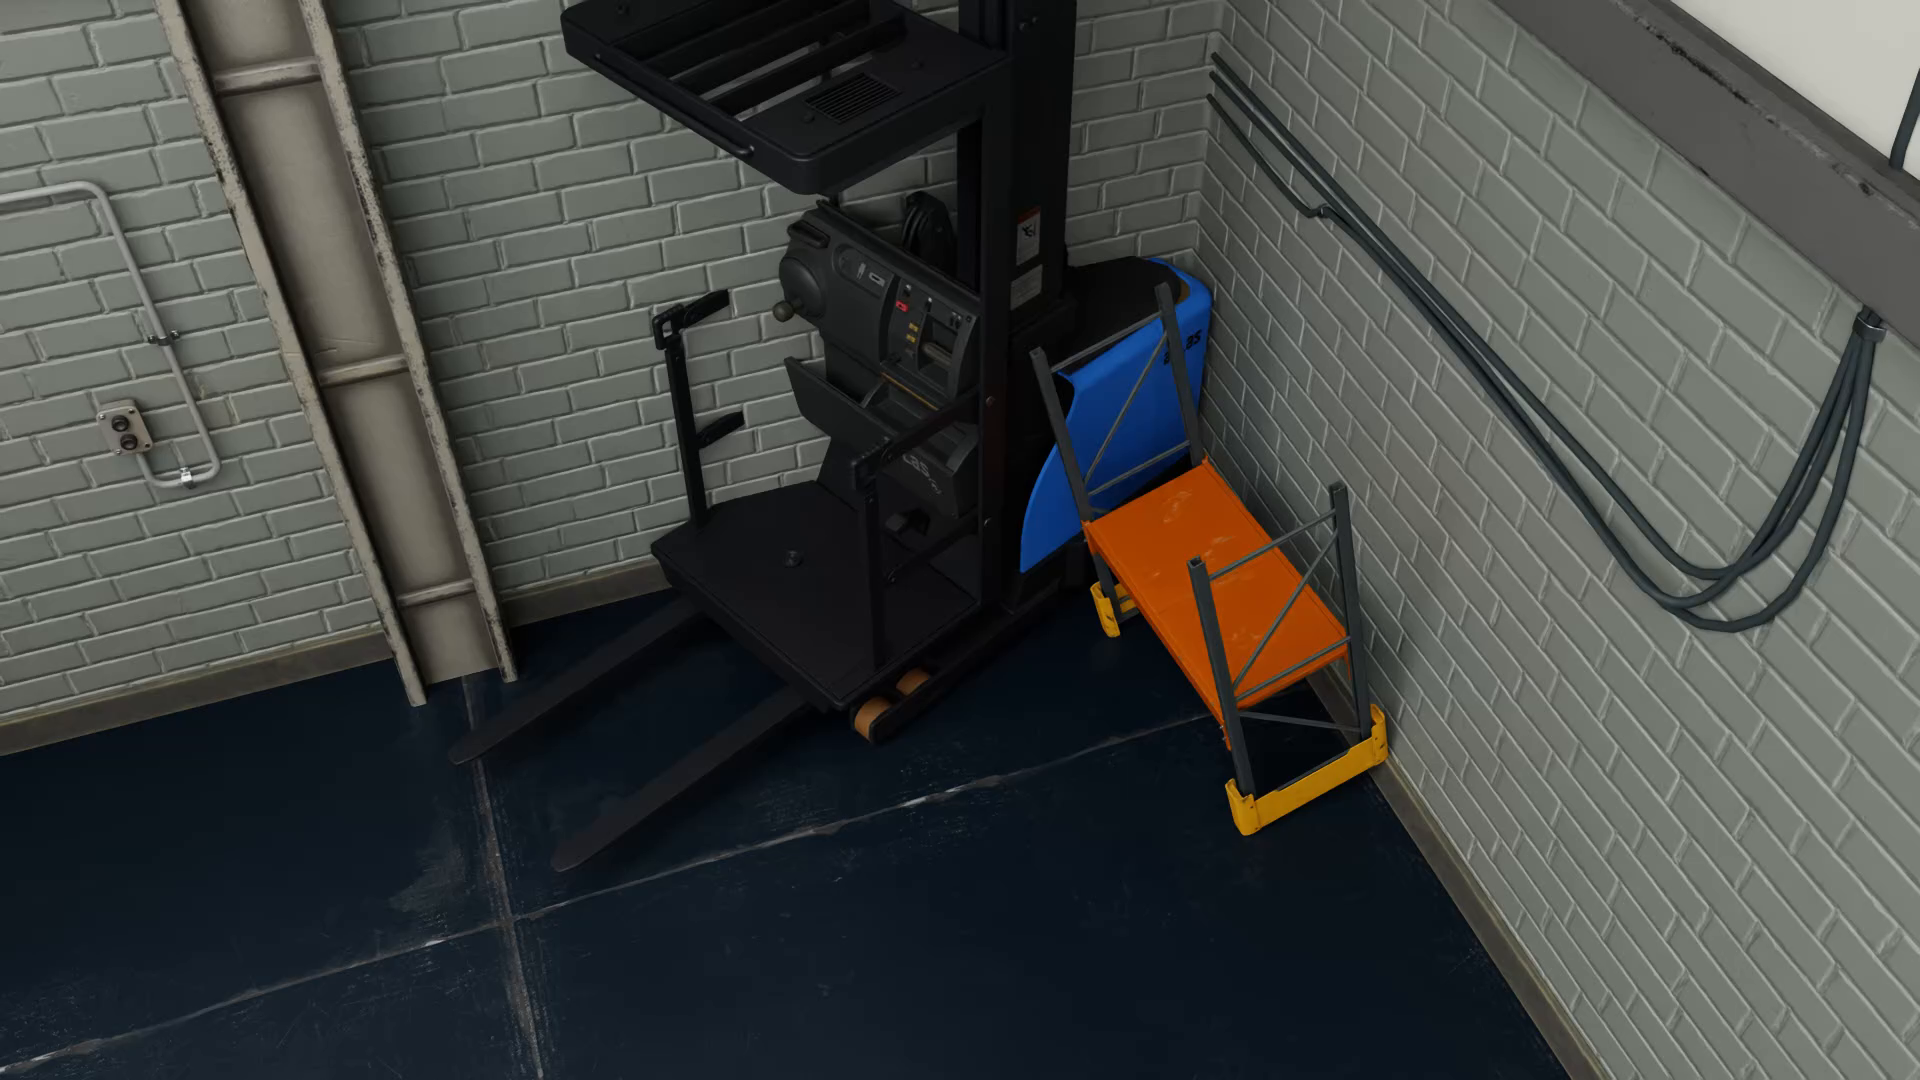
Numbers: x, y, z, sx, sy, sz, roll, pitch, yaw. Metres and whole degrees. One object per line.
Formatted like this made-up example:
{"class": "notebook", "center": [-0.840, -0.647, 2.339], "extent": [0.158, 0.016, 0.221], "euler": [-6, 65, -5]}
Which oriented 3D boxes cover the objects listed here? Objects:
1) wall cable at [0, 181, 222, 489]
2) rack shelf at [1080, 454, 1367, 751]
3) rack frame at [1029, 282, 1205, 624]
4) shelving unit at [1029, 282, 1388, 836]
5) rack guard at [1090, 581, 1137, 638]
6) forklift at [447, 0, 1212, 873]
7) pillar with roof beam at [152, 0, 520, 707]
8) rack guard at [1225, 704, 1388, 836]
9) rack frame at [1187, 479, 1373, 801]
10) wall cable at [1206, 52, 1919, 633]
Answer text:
{"class": "wall cable", "center": [-3.251, -0.663, 4.576], "extent": [1.851, 1.984, 0.084], "euler": [-14, 47, -14]}
{"class": "rack shelf", "center": [0.877, 0.189, 5.674], "extent": [0.538, 0.185, 1.000], "euler": [-28, 49, -5]}
{"class": "rack frame", "center": [0.628, -0.248, 5.867], "extent": [0.500, 1.500, 0.032], "euler": [-28, 49, -5]}
{"class": "shelving unit", "center": [0.837, 0.086, 5.532], "extent": [0.587, 1.500, 1.083], "euler": [-28, 49, -5]}
{"class": "rack guard", "center": [0.788, 0.143, 6.327], "extent": [0.587, 0.250, 0.087], "euler": [-28, 49, -5]}
{"class": "forklift", "center": [-0.448, -0.723, 5.401], "extent": [3.031, 2.935, 1.130], "euler": [-35, 55, -30]}
{"class": "pillar with roof beam", "center": [-0.427, 0.158, 0.239], "extent": [0.400, 9.000, 9.100], "euler": [-14, 47, -14]}
{"class": "rack guard", "center": [1.191, 0.787, 5.682], "extent": [0.587, 0.250, 0.087], "euler": [-28, 49, -5]}
{"class": "rack frame", "center": [1.039, 0.409, 5.208], "extent": [0.500, 1.500, 0.032], "euler": [-28, 49, -5]}
{"class": "wall cable", "center": [1.307, -1.510, 4.094], "extent": [0.112, 2.526, 3.097], "euler": [-14, 47, -14]}
